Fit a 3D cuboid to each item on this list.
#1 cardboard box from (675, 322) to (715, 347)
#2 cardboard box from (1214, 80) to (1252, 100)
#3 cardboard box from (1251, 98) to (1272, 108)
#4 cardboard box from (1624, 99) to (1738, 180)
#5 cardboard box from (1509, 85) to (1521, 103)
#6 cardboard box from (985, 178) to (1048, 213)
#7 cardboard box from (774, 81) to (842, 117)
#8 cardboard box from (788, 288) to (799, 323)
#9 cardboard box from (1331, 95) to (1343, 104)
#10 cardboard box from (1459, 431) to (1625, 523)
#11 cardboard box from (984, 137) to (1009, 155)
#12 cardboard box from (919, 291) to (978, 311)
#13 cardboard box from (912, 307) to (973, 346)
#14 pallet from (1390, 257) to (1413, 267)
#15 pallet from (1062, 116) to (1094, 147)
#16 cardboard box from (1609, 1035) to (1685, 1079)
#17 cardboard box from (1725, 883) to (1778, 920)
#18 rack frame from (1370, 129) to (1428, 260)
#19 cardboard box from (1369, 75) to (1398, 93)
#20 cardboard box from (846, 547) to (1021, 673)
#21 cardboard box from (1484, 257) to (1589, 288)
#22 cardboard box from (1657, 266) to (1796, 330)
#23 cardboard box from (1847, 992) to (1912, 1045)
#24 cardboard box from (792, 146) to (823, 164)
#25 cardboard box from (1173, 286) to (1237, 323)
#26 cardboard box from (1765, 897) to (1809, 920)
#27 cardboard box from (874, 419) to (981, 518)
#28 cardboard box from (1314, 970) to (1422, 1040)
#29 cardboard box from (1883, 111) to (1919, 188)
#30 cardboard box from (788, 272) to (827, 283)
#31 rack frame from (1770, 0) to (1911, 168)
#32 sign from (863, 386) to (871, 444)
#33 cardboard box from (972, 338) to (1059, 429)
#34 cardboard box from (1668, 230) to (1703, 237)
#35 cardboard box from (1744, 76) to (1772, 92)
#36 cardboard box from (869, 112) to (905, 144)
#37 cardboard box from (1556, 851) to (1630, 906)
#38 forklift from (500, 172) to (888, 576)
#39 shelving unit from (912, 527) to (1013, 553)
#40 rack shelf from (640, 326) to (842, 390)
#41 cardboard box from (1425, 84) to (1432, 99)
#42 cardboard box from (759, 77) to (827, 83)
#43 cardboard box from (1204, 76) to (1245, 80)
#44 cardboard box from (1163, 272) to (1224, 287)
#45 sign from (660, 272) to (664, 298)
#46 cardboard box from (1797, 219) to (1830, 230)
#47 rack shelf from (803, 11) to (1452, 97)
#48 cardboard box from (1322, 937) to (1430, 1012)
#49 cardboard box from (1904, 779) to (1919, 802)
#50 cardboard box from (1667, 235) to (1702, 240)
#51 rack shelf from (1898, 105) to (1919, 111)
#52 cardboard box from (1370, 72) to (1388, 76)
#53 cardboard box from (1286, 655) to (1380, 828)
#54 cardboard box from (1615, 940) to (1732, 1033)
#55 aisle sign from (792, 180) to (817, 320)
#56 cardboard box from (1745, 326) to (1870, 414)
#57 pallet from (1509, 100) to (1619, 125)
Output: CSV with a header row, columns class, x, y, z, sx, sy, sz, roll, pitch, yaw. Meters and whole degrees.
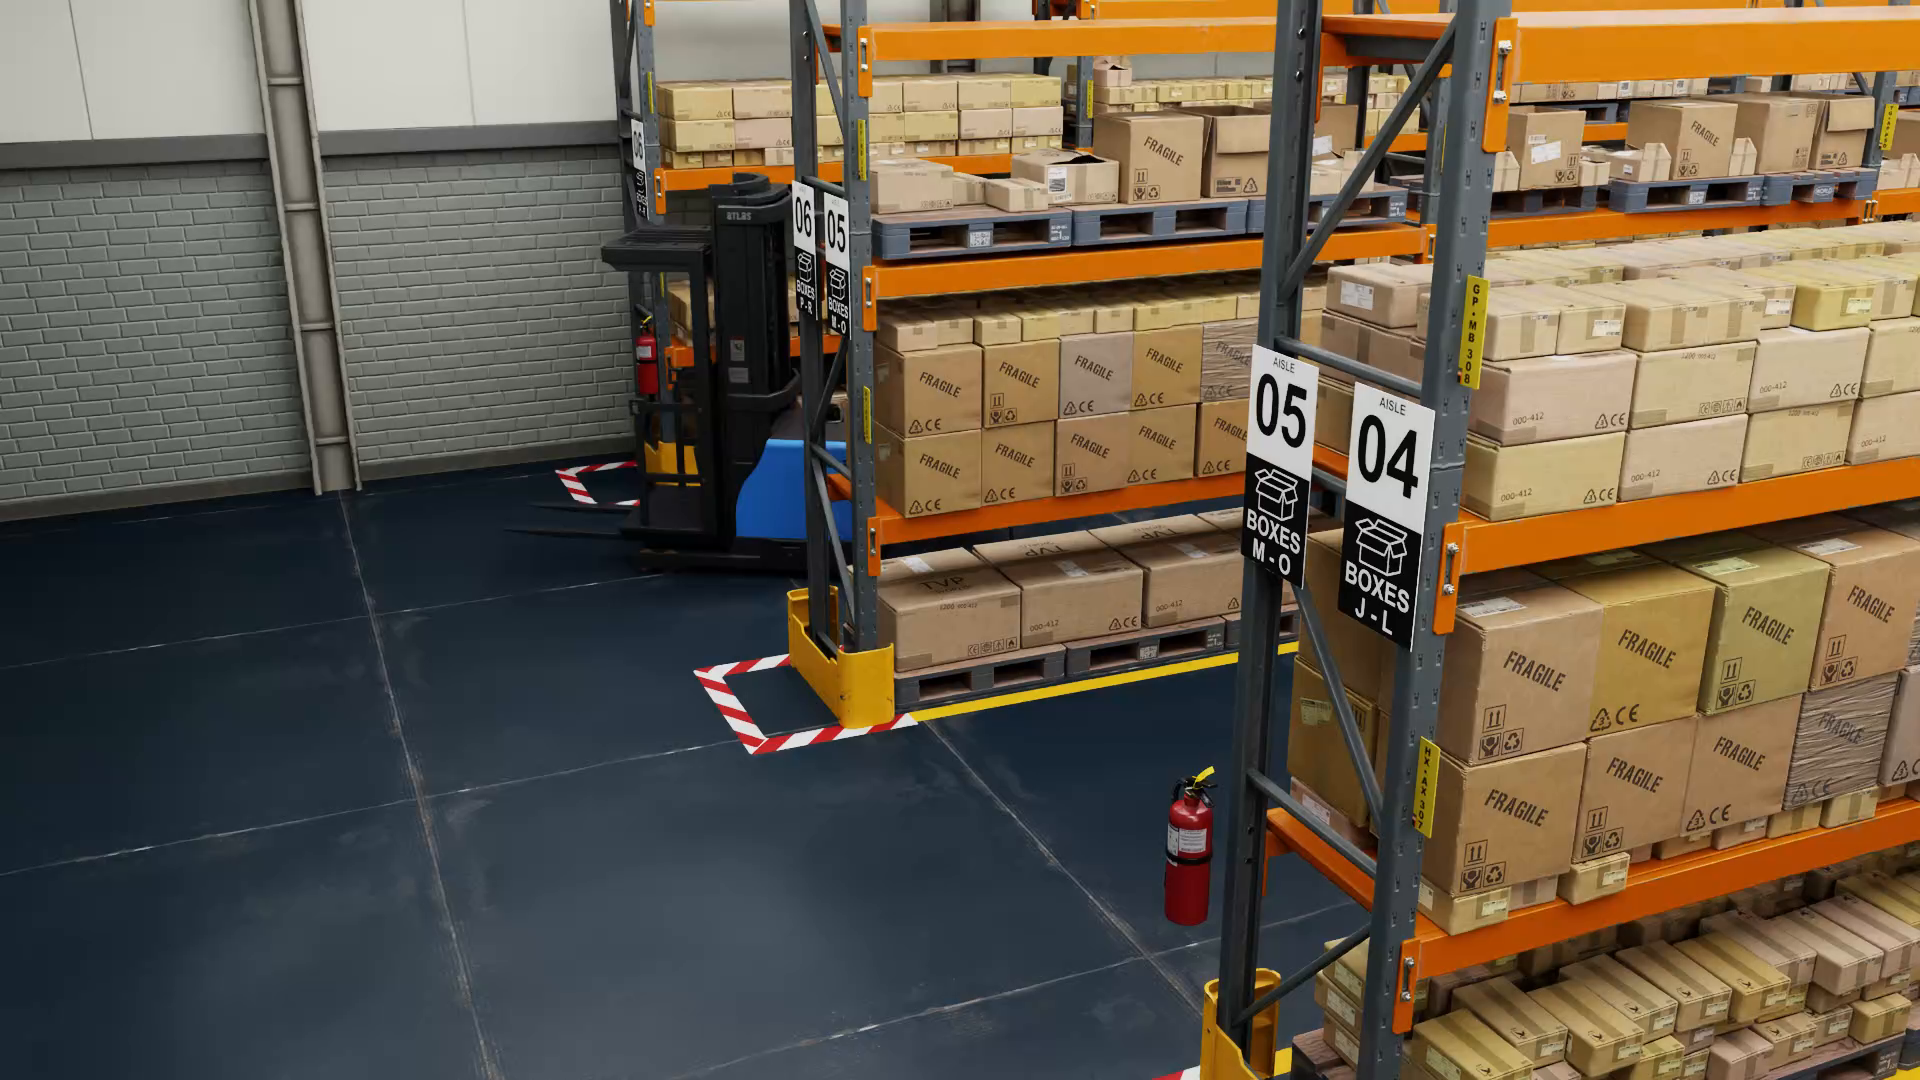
class,x,y,z,sx,sy,sz,roll,pitch,yaw
cardboard box,-2.313,-1.802,14.503,0.250,0.149,0.380,-8,21,-22
cardboard box,2.553,-4.265,15.751,0.250,0.149,0.380,-8,21,-22
cardboard box,2.783,-4.157,15.891,0.250,0.149,0.380,-8,21,-21
cardboard box,5.088,-2.840,11.773,0.500,0.500,0.500,-8,21,-21
cardboard box,5.384,-4.742,17.023,0.500,0.500,0.500,-8,21,-21
cardboard box,0.336,-2.063,9.943,0.250,0.149,0.380,-7,21,-20
cardboard box,-1.286,-3.795,14.292,0.500,0.250,0.500,-8,21,-23
cardboard box,-1.737,-2.075,14.676,0.500,0.250,0.500,-8,21,-21
cardboard box,3.684,-4.325,16.398,0.250,0.149,0.380,-8,21,-22
cardboard box,1.813,-0.277,5.502,0.500,0.250,0.500,-7,21,-20
cardboard box,0.260,-3.583,15.042,0.250,0.149,0.380,-7,21,-20
cardboard box,-0.076,-1.481,10.580,0.250,0.149,0.380,-8,21,-22
cardboard box,-0.106,-1.291,10.040,0.250,0.149,0.380,-8,21,-21
pallet,4.028,-2.813,17.283,1.003,0.211,1.213,-8,21,-22
pallet,1.576,-3.878,15.786,1.003,0.211,1.213,-8,21,-22
cardboard box,2.625,1.985,6.580,0.250,0.149,0.380,-7,21,-20
cardboard box,3.371,1.547,7.375,0.250,0.149,0.380,-9,21,-24
rack frame,4.622,-3.014,17.565,0.127,3.000,1.000,-8,21,-22
cardboard box,4.141,-4.548,16.585,0.250,0.149,0.380,-9,21,-24
cardboard box,-0.187,0.445,10.967,0.875,0.438,0.875,-9,21,-24
cardboard box,1.989,-0.890,5.889,0.250,0.149,0.380,-9,21,-24
cardboard box,2.625,-0.832,5.726,0.250,0.149,0.380,-8,21,-20
cardboard box,3.797,1.960,7.099,0.250,0.149,0.380,-8,21,-22
cardboard box,-1.359,-3.338,14.347,0.250,0.149,0.380,-8,21,-22
cardboard box,1.564,-1.513,10.669,0.250,0.149,0.380,-9,21,-23
cardboard box,3.596,1.646,7.544,0.250,0.149,0.380,-7,21,-19
cardboard box,-0.199,-0.471,10.192,0.500,0.500,0.500,-8,21,-22
cardboard box,1.671,1.898,6.827,0.250,0.149,0.380,-9,21,-23
cardboard box,7.466,-3.084,13.098,0.500,0.500,0.700,-8,21,-22
cardboard box,-1.476,-2.303,15.326,0.500,0.250,0.500,-7,21,-20
rack frame,6.592,-4.330,12.271,0.127,3.000,1.000,-8,21,-22
sign,-0.539,-0.724,9.638,0.005,0.325,0.100,-8,21,-22
cardboard box,0.271,-1.013,10.227,0.500,0.500,0.500,-9,21,-23
cardboard box,7.946,-3.562,18.596,0.500,0.250,0.500,-9,21,-23
cardboard box,8.828,-5.048,18.421,0.250,0.149,0.380,-8,21,-21
cardboard box,-0.808,-3.633,14.584,0.500,0.250,0.500,-9,21,-23
cardboard box,2.213,1.159,6.093,0.250,0.149,0.380,-9,21,-23
forklift,-2.085,-1.304,12.814,3.031,2.935,1.130,2,20,7
shelving unit,0.006,-0.708,13.275,0.755,1.500,0.431,-8,21,-22
rack shelf,-0.887,-1.885,15.443,4.000,0.370,1.077,-8,21,-22
cardboard box,5.186,-4.777,17.498,0.500,0.250,0.500,-8,21,-22
cardboard box,-1.479,-3.964,14.773,0.500,0.250,0.500,-8,21,-21
cardboard box,2.584,-4.455,16.290,0.250,0.149,0.380,-8,21,-21
cardboard box,1.572,-1.711,11.234,0.250,0.149,0.380,-9,21,-23
sign,-2.508,-2.204,13.962,0.005,0.325,0.100,-8,21,-22
cardboard box,9.742,-3.706,19.381,0.500,0.500,0.500,-8,21,-22
rack shelf,1.083,-3.013,10.215,4.000,0.370,1.077,-8,21,-22
cardboard box,1.686,1.767,6.751,0.250,0.149,0.380,-8,21,-21
cardboard box,3.857,0.905,6.814,0.250,0.149,0.380,-9,21,-24
cardboard box,7.936,-3.323,18.669,0.500,0.250,0.500,-8,21,-21
rack shelf,10.132,-4.879,19.428,4.000,0.370,1.077,-8,21,-22
cardboard box,4.175,-4.722,17.078,0.250,0.149,0.380,-9,21,-24
cardboard box,1.610,0.723,6.354,0.500,0.500,0.500,-8,21,-21
cardboard box,2.856,1.790,6.685,0.250,0.149,0.380,-7,21,-20
aisle sign,-0.943,-1.759,10.088,0.004,0.787,0.394,-8,21,-22
cardboard box,2.753,-0.642,5.786,0.500,0.250,0.500,-8,21,-21
pallet,6.236,-4.604,17.849,1.213,0.211,1.003,-7,21,-19
